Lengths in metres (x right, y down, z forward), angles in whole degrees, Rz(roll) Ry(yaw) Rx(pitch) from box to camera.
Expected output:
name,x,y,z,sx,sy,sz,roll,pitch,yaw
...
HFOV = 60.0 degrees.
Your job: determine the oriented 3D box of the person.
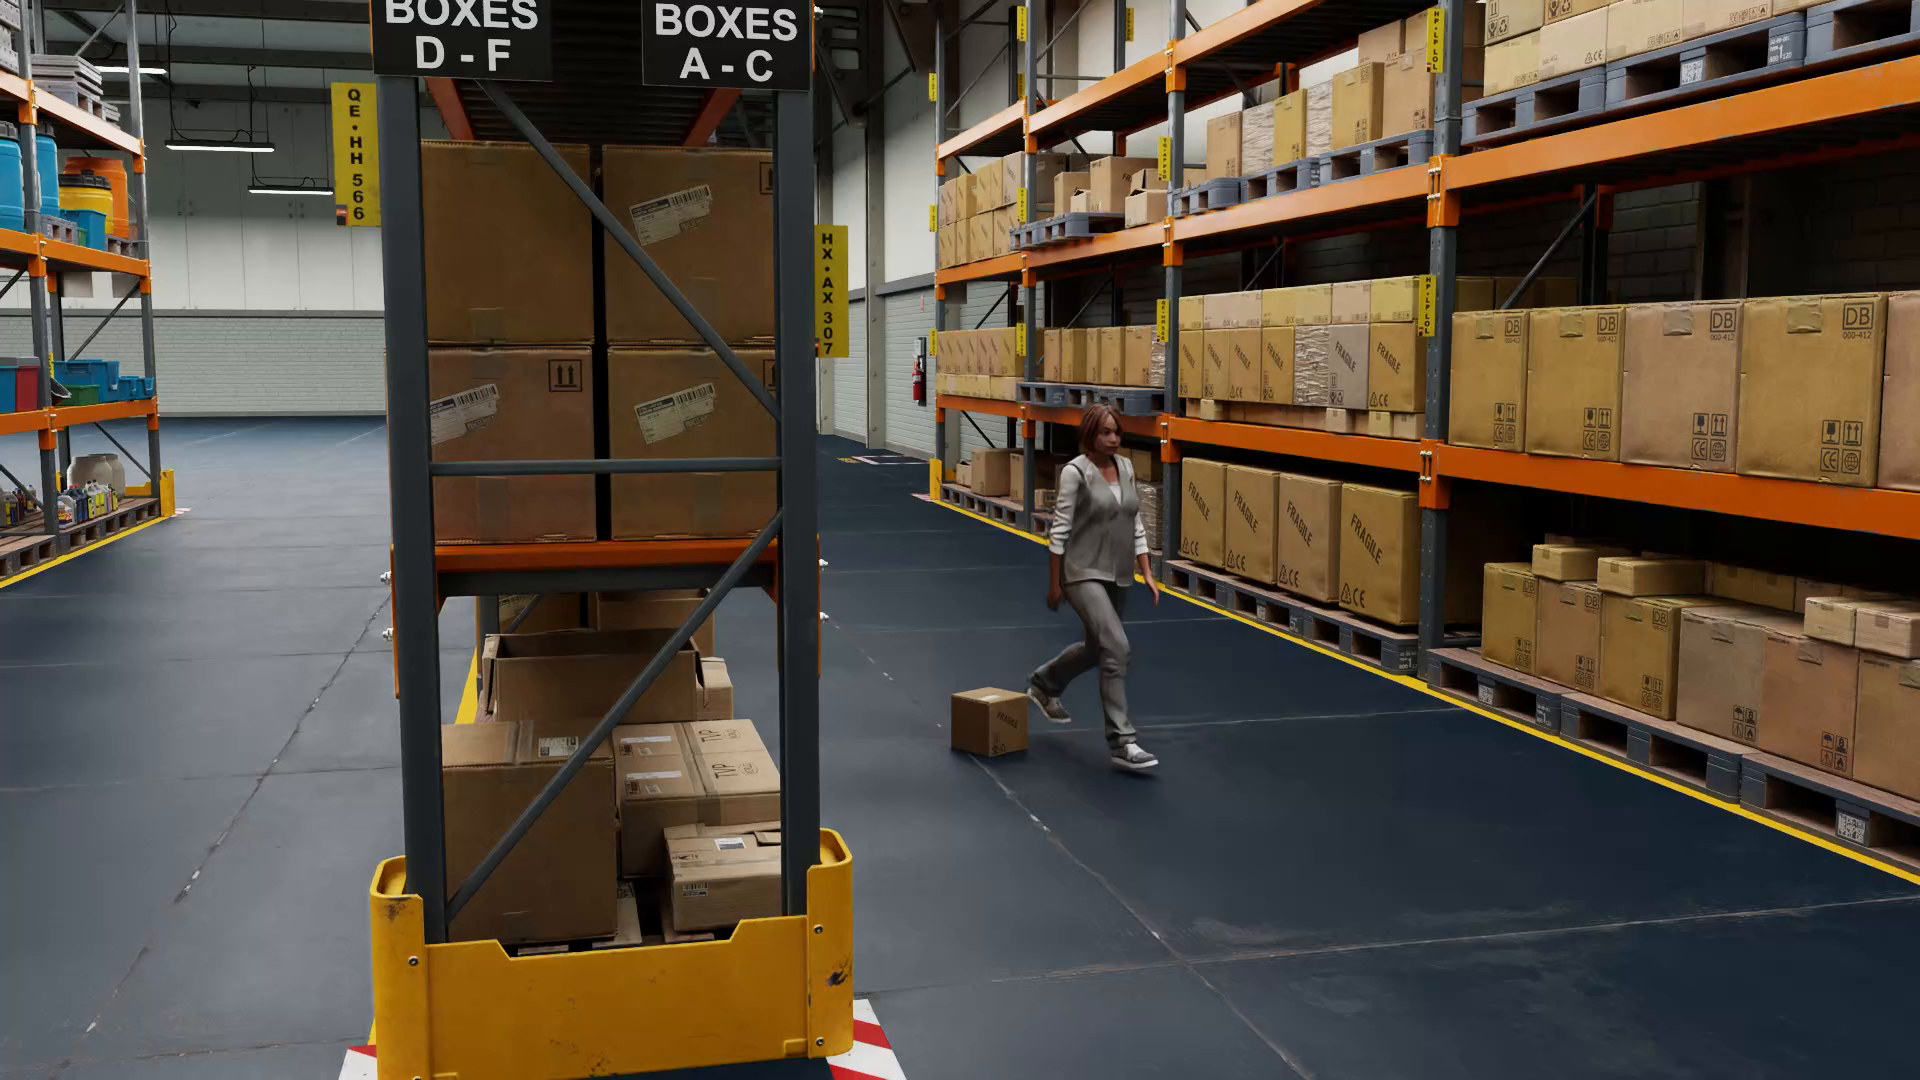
name,x,y,z,sx,sy,sz,roll,pitch,yaw
person,0.576,0.165,7.322,0.419,1.542,0.944,-5,8,-39
